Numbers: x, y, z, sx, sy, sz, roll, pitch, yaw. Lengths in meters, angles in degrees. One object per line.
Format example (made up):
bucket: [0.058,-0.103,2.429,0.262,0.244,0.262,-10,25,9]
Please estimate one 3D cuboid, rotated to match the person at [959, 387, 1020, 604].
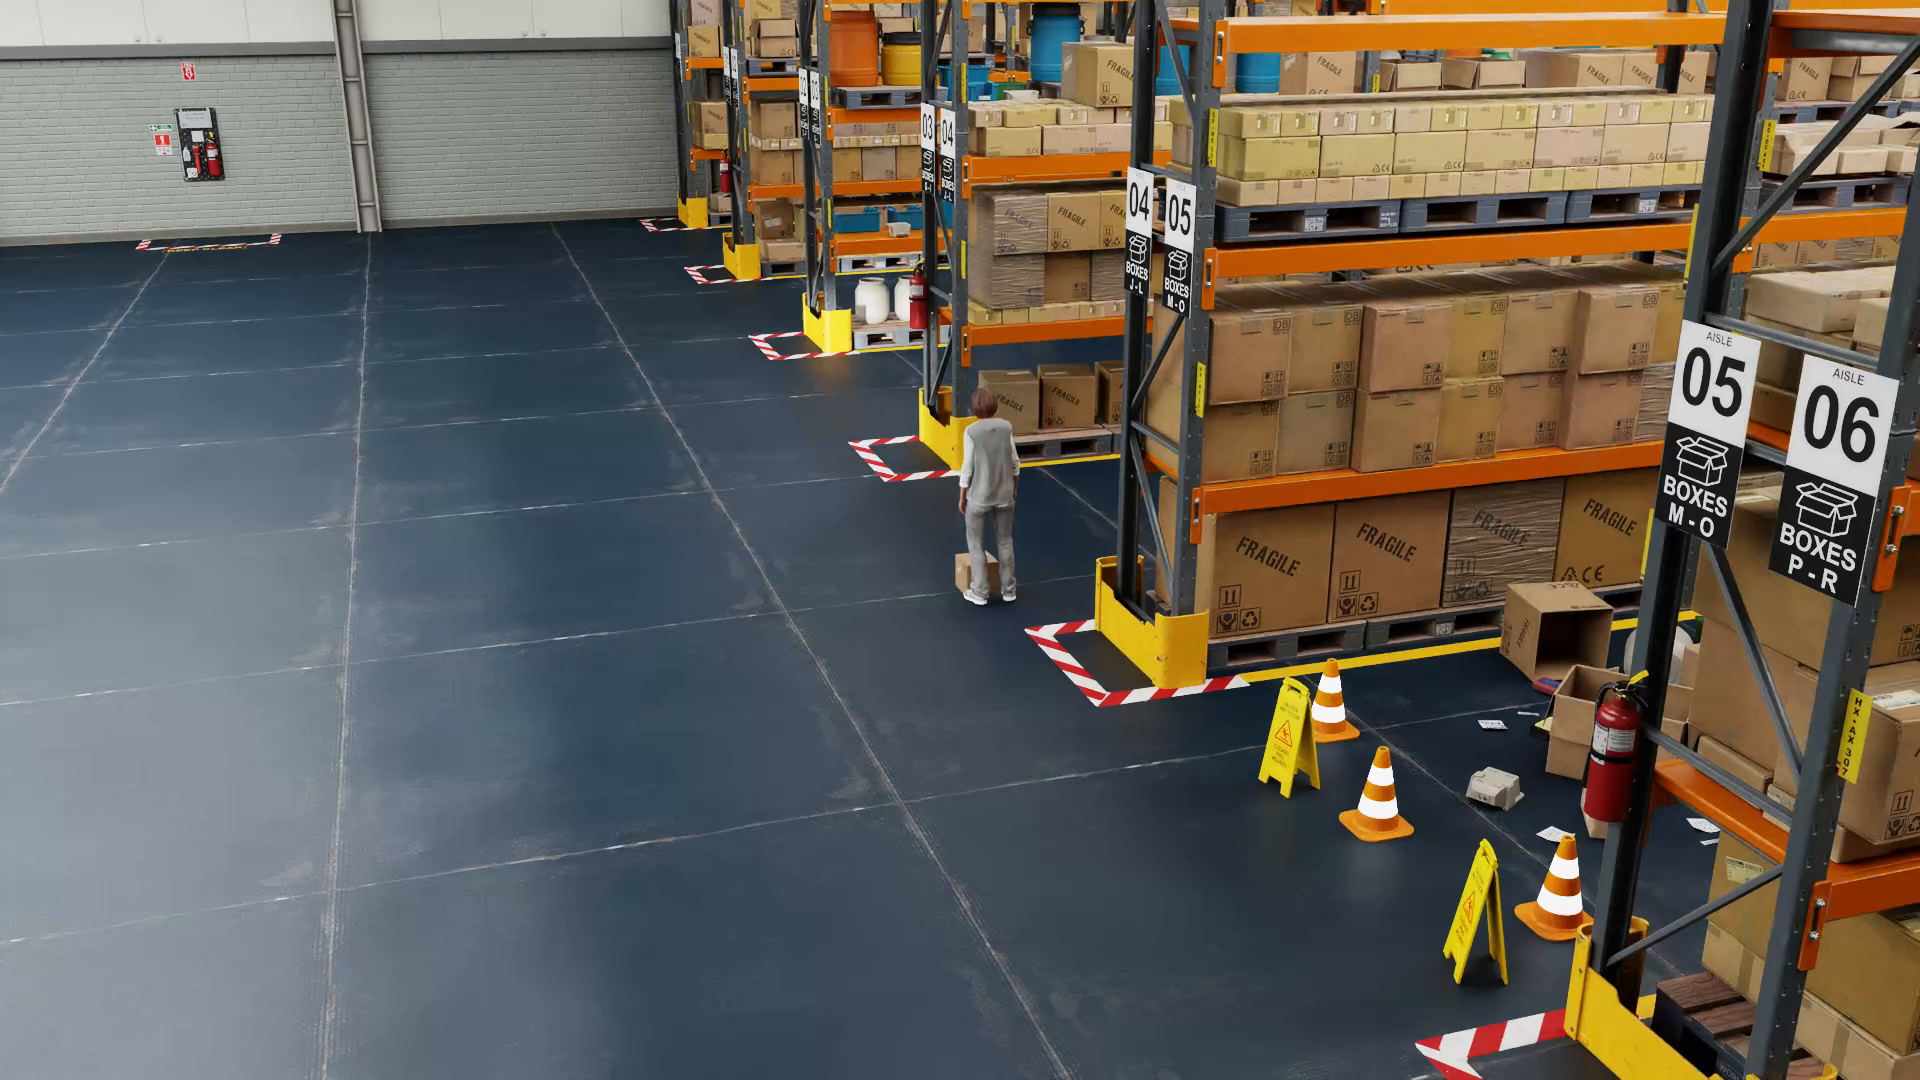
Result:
person: [0.211,-0.305,11.947,0.476,1.592,0.345,-8,21,-20]
